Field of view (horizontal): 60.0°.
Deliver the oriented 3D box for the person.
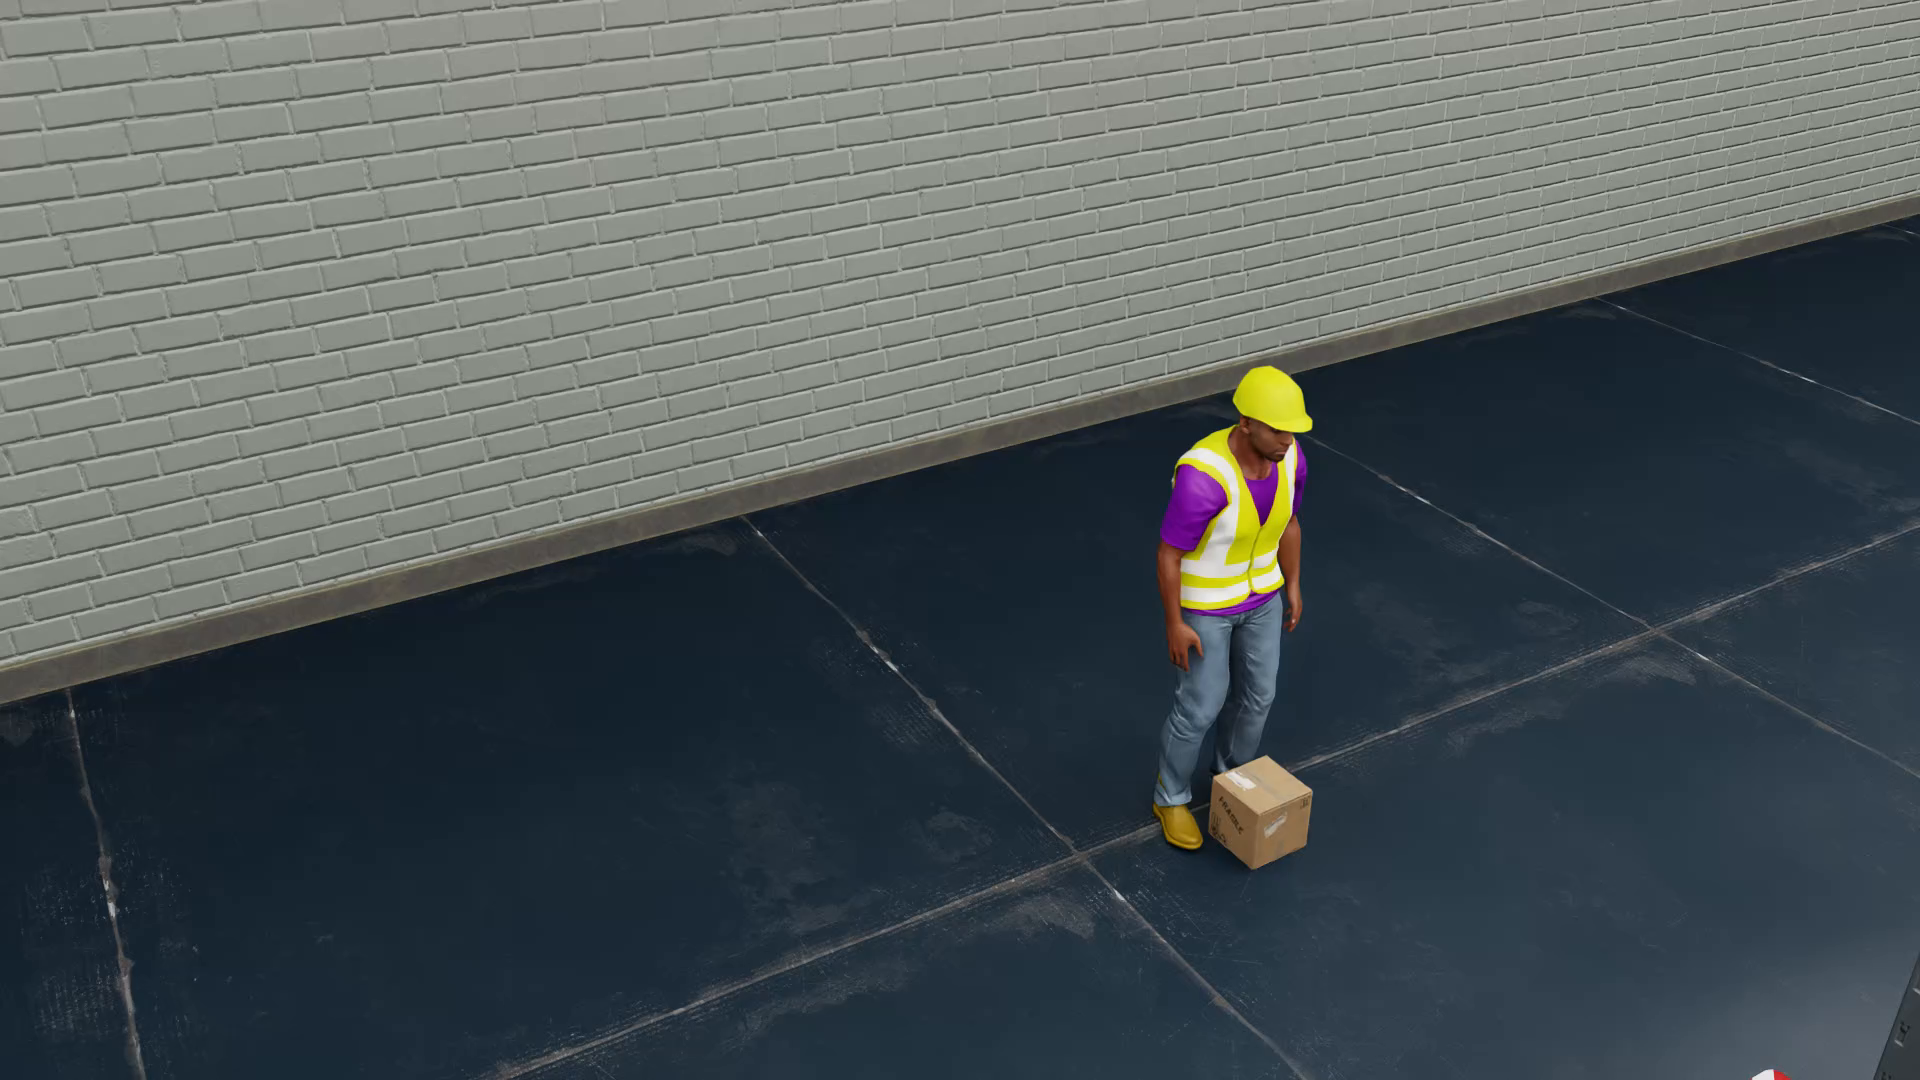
[{"bbox_3d":[0.939,0.214,5.718,0.613,1.760,0.457,-17,33,-28],"label":"person"}]
